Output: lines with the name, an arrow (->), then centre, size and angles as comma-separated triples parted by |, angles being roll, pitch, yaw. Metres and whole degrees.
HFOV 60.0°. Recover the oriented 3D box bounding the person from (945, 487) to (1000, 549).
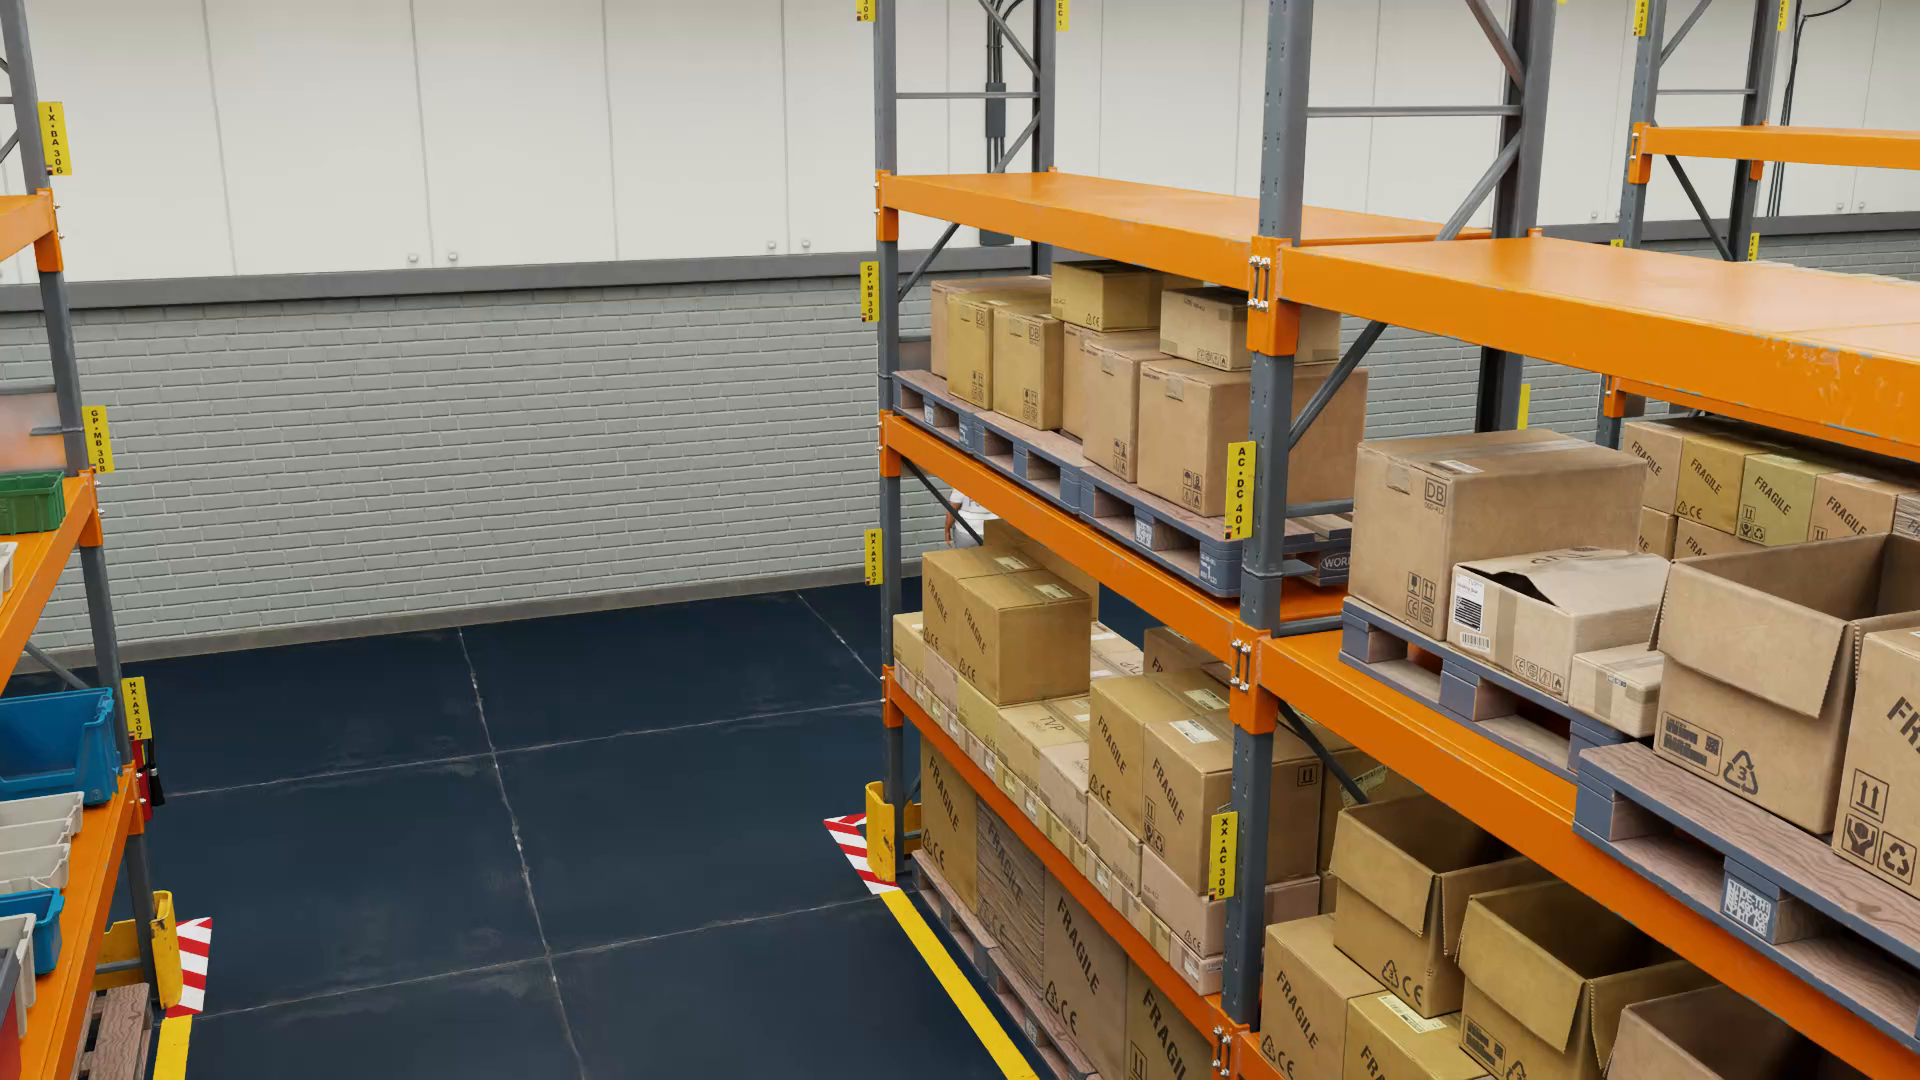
person -> 0.130, -0.103, 14.349 | 0.599, 1.670, 0.529 | -6, 17, -20
